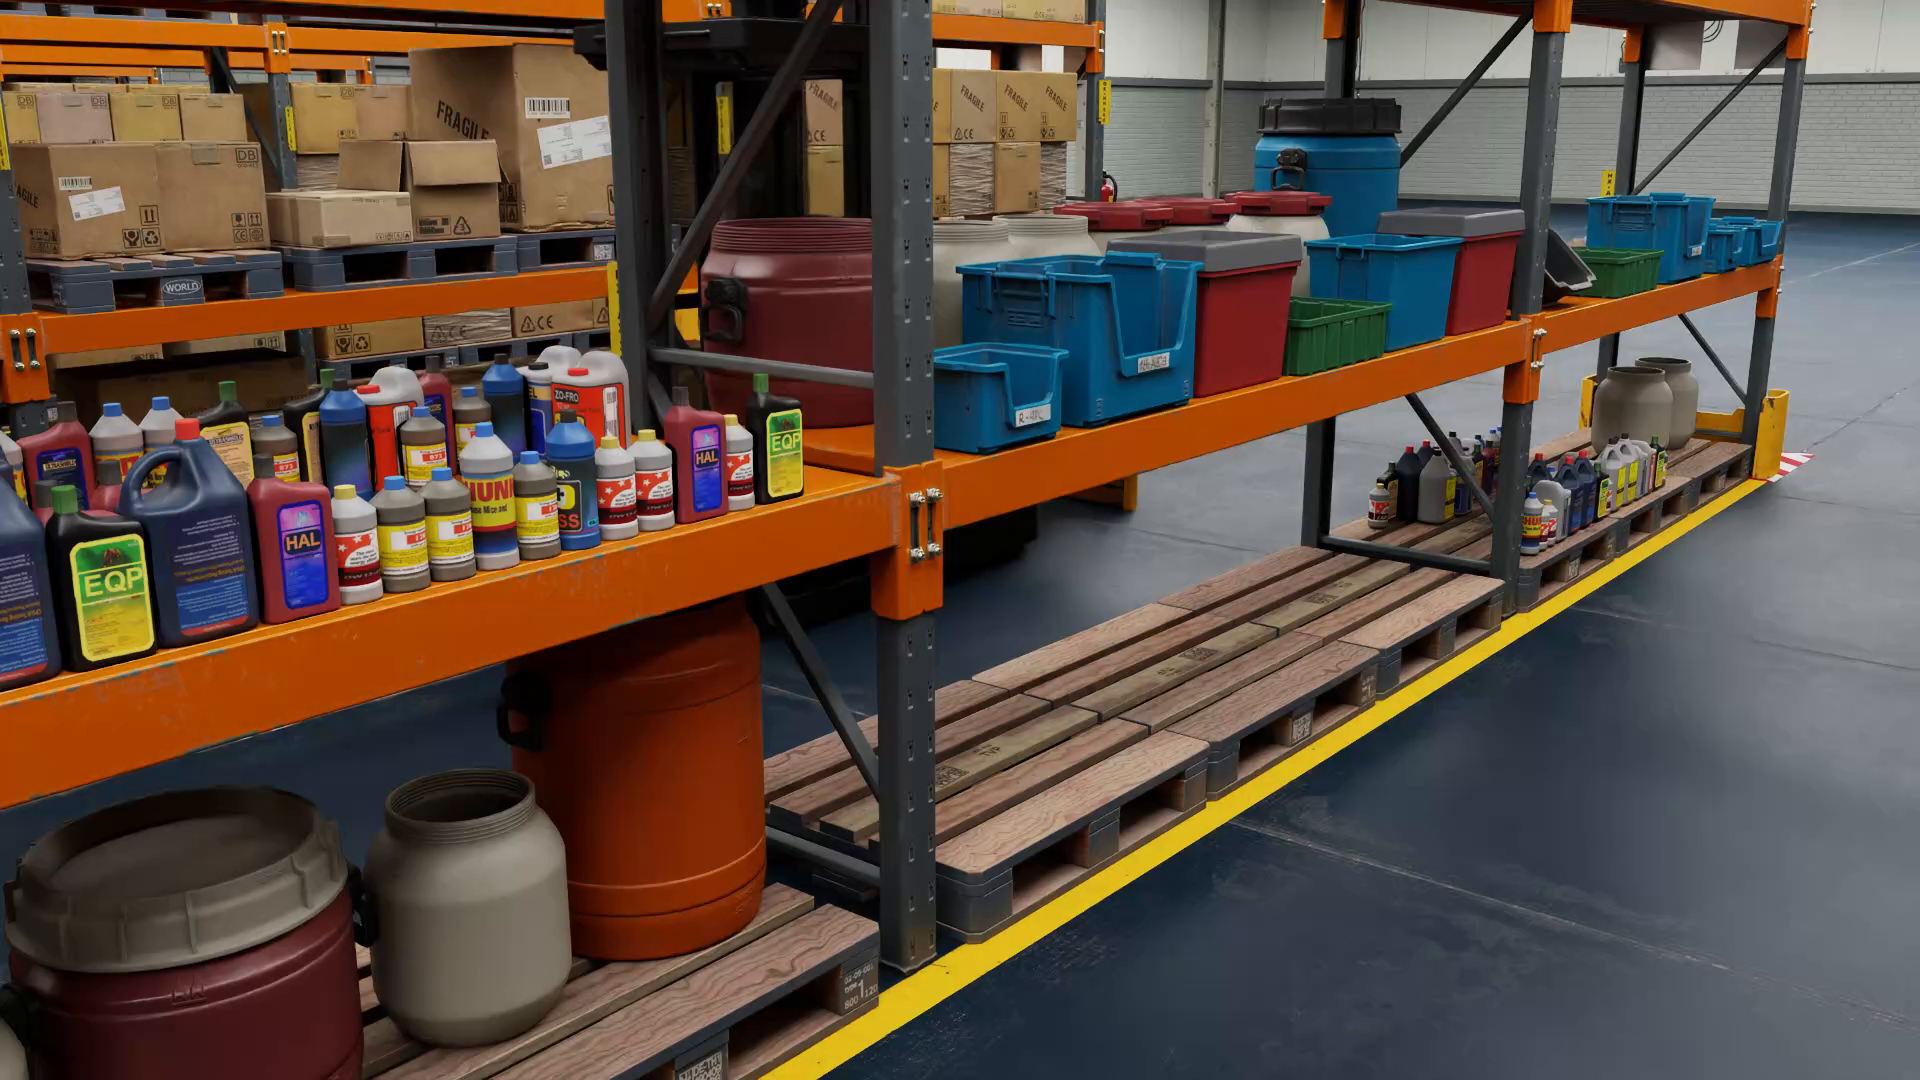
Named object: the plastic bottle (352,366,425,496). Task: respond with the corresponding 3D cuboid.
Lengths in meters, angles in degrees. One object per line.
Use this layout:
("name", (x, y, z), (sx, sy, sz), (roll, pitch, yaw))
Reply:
("plastic bottle", (-1.301, -0.247, 3.755), (0.152, 0.276, 0.135), (11, 18, 38))

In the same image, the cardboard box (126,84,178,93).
("cardboard box", (-8.414, -4.409, 17.049), (0.700, 0.500, 0.500), (11, 18, 36))

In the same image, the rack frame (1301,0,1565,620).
("rack frame", (2.027, -1.195, 7.233), (1.000, 3.000, 0.127), (11, 18, 38))

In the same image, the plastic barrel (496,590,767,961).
("plastic barrel", (-0.781, 0.516, 4.054), (0.600, 0.830, 0.708), (11, 18, 38))

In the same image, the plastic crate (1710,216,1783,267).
("plastic crate", (4.459, -1.746, 9.708), (0.499, 0.251, 0.616), (11, 18, 38))

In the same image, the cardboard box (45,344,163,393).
("cardboard box", (-6.549, -1.544, 12.326), (1.050, 0.750, 0.750), (11, 18, 38))

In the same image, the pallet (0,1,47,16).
("pallet", (-7.070, -3.690, 11.349), (1.003, 0.211, 1.213), (12, 19, 40))

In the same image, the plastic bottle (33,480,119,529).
("plastic bottle", (-1.375, 0.042, 2.603), (0.061, 0.283, 0.133), (11, 18, 38))

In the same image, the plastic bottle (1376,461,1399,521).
("plastic bottle", (2.073, -0.235, 8.077), (0.061, 0.283, 0.133), (12, 19, 40))

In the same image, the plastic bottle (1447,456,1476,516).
("plastic bottle", (2.459, -0.274, 8.249), (0.152, 0.276, 0.135), (11, 18, 38))

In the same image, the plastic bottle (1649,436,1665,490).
("plastic bottle", (3.669, -0.413, 8.778), (0.061, 0.283, 0.133), (12, 18, 39))

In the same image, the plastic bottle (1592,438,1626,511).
("plastic bottle", (3.243, -0.332, 8.324), (0.144, 0.351, 0.185), (11, 18, 37))

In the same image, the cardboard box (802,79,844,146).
("cardboard box", (-1.032, -2.781, 10.641), (0.500, 0.500, 0.500), (11, 18, 38))

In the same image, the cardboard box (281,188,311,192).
("cardboard box", (-3.501, -1.695, 8.622), (0.396, 0.266, 0.258), (11, 18, 36))

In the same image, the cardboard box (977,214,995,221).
("cardboard box", (0.037, -2.328, 12.206), (0.380, 0.149, 0.250), (11, 18, 38))

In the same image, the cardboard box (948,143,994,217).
("cardboard box", (-0.247, -2.615, 12.018), (0.875, 0.500, 0.500), (11, 18, 38))

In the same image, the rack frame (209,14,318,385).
("rack frame", (-5.620, -2.748, 13.348), (1.000, 3.000, 0.127), (11, 18, 38))

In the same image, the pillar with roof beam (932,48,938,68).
("pillar with roof beam", (2.640, -10.723, 32.556), (9.100, 9.000, 0.400), (11, 18, 38))

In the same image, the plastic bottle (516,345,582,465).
("plastic bottle", (-1.010, -0.336, 4.104), (0.152, 0.276, 0.135), (11, 18, 38))

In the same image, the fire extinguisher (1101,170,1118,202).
("fire extinguisher", (1.119, -2.640, 13.081), (0.296, 0.674, 0.183), (11, 18, 38))

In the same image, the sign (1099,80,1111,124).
("sign", (1.108, -3.352, 12.731), (0.100, 0.325, 0.005), (11, 18, 38))

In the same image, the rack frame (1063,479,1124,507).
("rack frame", (0.760, -0.948, 9.308), (0.500, 1.500, 0.032), (12, 18, 39))

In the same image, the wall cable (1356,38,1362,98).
("wall cable", (9.714, -12.542, 46.022), (3.097, 2.526, 0.112), (11, 18, 38))

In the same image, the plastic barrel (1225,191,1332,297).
("plastic barrel", (1.255, -1.111, 6.629), (0.433, 0.535, 0.433), (0, 14, 0))

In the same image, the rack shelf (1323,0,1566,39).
("rack shelf", (0.770, -1.917, 5.445), (1.077, 0.370, 4.000), (11, 18, 38))

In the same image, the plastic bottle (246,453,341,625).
("plastic bottle", (-1.128, -0.010, 2.806), (0.061, 0.283, 0.133), (11, 18, 38))

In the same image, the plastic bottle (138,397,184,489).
("plastic bottle", (-1.624, -0.157, 3.410), (0.097, 0.271, 0.097), (0, 14, 0))

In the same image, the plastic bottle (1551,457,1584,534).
("plastic bottle", (2.857, -0.214, 7.861), (0.144, 0.351, 0.185), (12, 18, 39))

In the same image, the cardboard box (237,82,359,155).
("cardboard box", (-5.361, -3.409, 13.454), (0.875, 0.550, 0.550), (11, 18, 38))

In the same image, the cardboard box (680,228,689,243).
("cardboard box", (-1.919, -1.926, 10.623), (0.380, 0.149, 0.250), (11, 18, 38))

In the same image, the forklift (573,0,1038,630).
("forklift", (-0.941, -1.166, 7.258), (1.130, 2.935, 3.031), (12, 18, 39))

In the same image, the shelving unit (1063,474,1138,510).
("shelving unit", (0.427, -0.851, 8.925), (0.587, 1.500, 1.083), (12, 18, 39))

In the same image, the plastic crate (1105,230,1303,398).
("plastic crate", (0.767, -0.722, 5.242), (0.402, 0.464, 0.583), (11, 18, 38))

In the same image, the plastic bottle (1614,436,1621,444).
("plastic bottle", (3.465, -0.410, 8.769), (0.061, 0.283, 0.133), (11, 18, 38))

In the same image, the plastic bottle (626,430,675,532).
("plastic bottle", (-0.641, -0.125, 3.428), (0.097, 0.201, 0.097), (0, 14, 0))

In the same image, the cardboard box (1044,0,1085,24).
("cardboard box", (0.583, -3.977, 12.397), (0.500, 0.250, 0.500), (12, 18, 39))

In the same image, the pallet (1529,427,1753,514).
("pallet", (4.015, -0.433, 9.897), (1.003, 0.211, 1.213), (11, 18, 38))

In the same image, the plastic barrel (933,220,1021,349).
("plastic barrel", (-0.007, -0.713, 5.110), (0.421, 0.512, 0.421), (0, 14, 0))

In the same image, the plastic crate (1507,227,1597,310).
("plastic crate", (2.455, -1.245, 7.558), (0.767, 0.338, 0.504), (11, 18, 38))

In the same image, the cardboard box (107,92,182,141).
("cardboard box", (-6.249, -3.086, 12.446), (0.700, 0.500, 0.500), (11, 18, 37))

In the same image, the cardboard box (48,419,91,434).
("cardboard box", (-3.934, -0.328, 8.006), (0.700, 0.500, 0.500), (10, 17, 35))

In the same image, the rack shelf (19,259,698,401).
("rack shelf", (-3.082, -1.229, 8.831), (1.077, 0.370, 4.000), (11, 18, 38))

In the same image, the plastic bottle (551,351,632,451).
("plastic bottle", (-0.892, -0.312, 4.011), (0.152, 0.276, 0.135), (11, 18, 38))

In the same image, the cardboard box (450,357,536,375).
("cardboard box", (-2.542, -0.760, 9.706), (0.700, 0.500, 0.500), (11, 18, 37))

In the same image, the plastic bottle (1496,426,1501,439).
("plastic bottle", (2.944, -0.487, 9.095), (0.097, 0.271, 0.097), (0, 14, 0))

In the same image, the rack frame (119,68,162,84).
("rack frame", (-10.882, -5.028, 22.324), (1.000, 3.000, 0.127), (11, 18, 38))

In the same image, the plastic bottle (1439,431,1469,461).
("plastic bottle", (2.531, -0.391, 8.555), (0.144, 0.351, 0.185), (11, 18, 37))

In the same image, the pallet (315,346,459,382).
("pallet", (-5.081, -1.530, 14.217), (1.003, 0.211, 1.213), (11, 18, 38))

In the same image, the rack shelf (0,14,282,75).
("rack shelf", (-6.877, -3.470, 11.560), (1.077, 0.370, 4.000), (11, 18, 38))

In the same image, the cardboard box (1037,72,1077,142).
("cardboard box", (0.535, -3.261, 12.529), (0.500, 0.500, 0.500), (11, 18, 38))

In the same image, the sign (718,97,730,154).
("sign", (-1.391, -2.437, 9.773), (0.100, 0.325, 0.005), (11, 18, 38))

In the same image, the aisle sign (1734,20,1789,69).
("aisle sign", (4.817, -3.188, 9.802), (0.394, 0.787, 0.004), (11, 18, 38))

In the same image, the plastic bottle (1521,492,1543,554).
("plastic bottle", (2.568, -0.079, 7.488), (0.097, 0.271, 0.097), (0, 14, 0))

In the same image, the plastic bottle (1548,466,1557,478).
("plastic bottle", (2.854, -0.222, 8.054), (0.097, 0.271, 0.097), (0, 14, 0))

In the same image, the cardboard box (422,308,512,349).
("cardboard box", (-4.606, -2.205, 14.671), (0.875, 0.875, 0.875), (11, 18, 38))

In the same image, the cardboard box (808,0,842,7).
("cardboard box", (-1.015, -3.491, 10.485), (0.500, 0.250, 0.500), (11, 18, 37))

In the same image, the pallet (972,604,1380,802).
("pallet", (0.797, 0.548, 6.037), (1.003, 0.211, 1.213), (11, 18, 38))
